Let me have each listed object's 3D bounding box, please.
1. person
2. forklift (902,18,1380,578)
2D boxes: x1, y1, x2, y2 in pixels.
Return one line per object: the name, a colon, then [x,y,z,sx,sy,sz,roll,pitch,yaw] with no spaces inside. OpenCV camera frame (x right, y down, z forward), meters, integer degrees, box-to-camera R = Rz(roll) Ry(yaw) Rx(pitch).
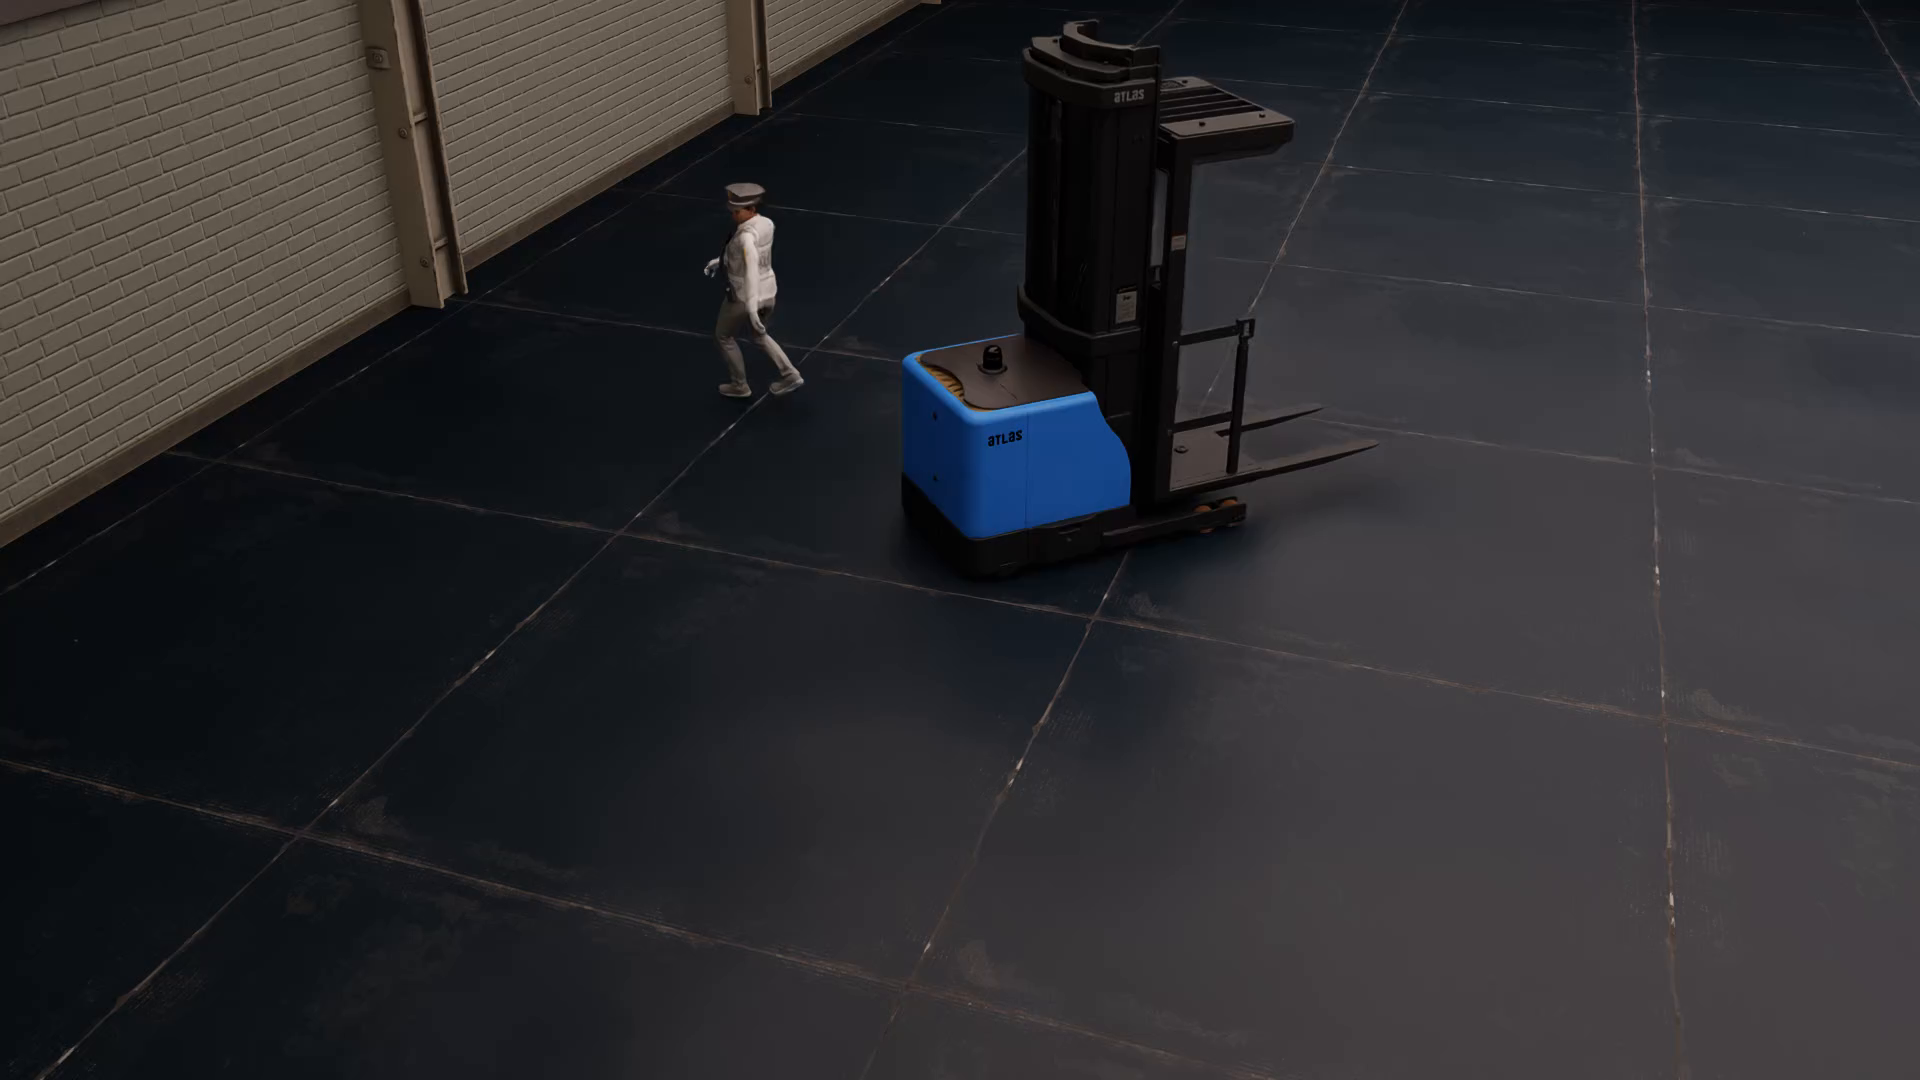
person: [-1.451,-1.671,11.441,0.710,1.597,0.559,21,36,32]
forklift: [1.200,-1.538,9.834,3.031,2.935,1.130,-13,32,-22]
